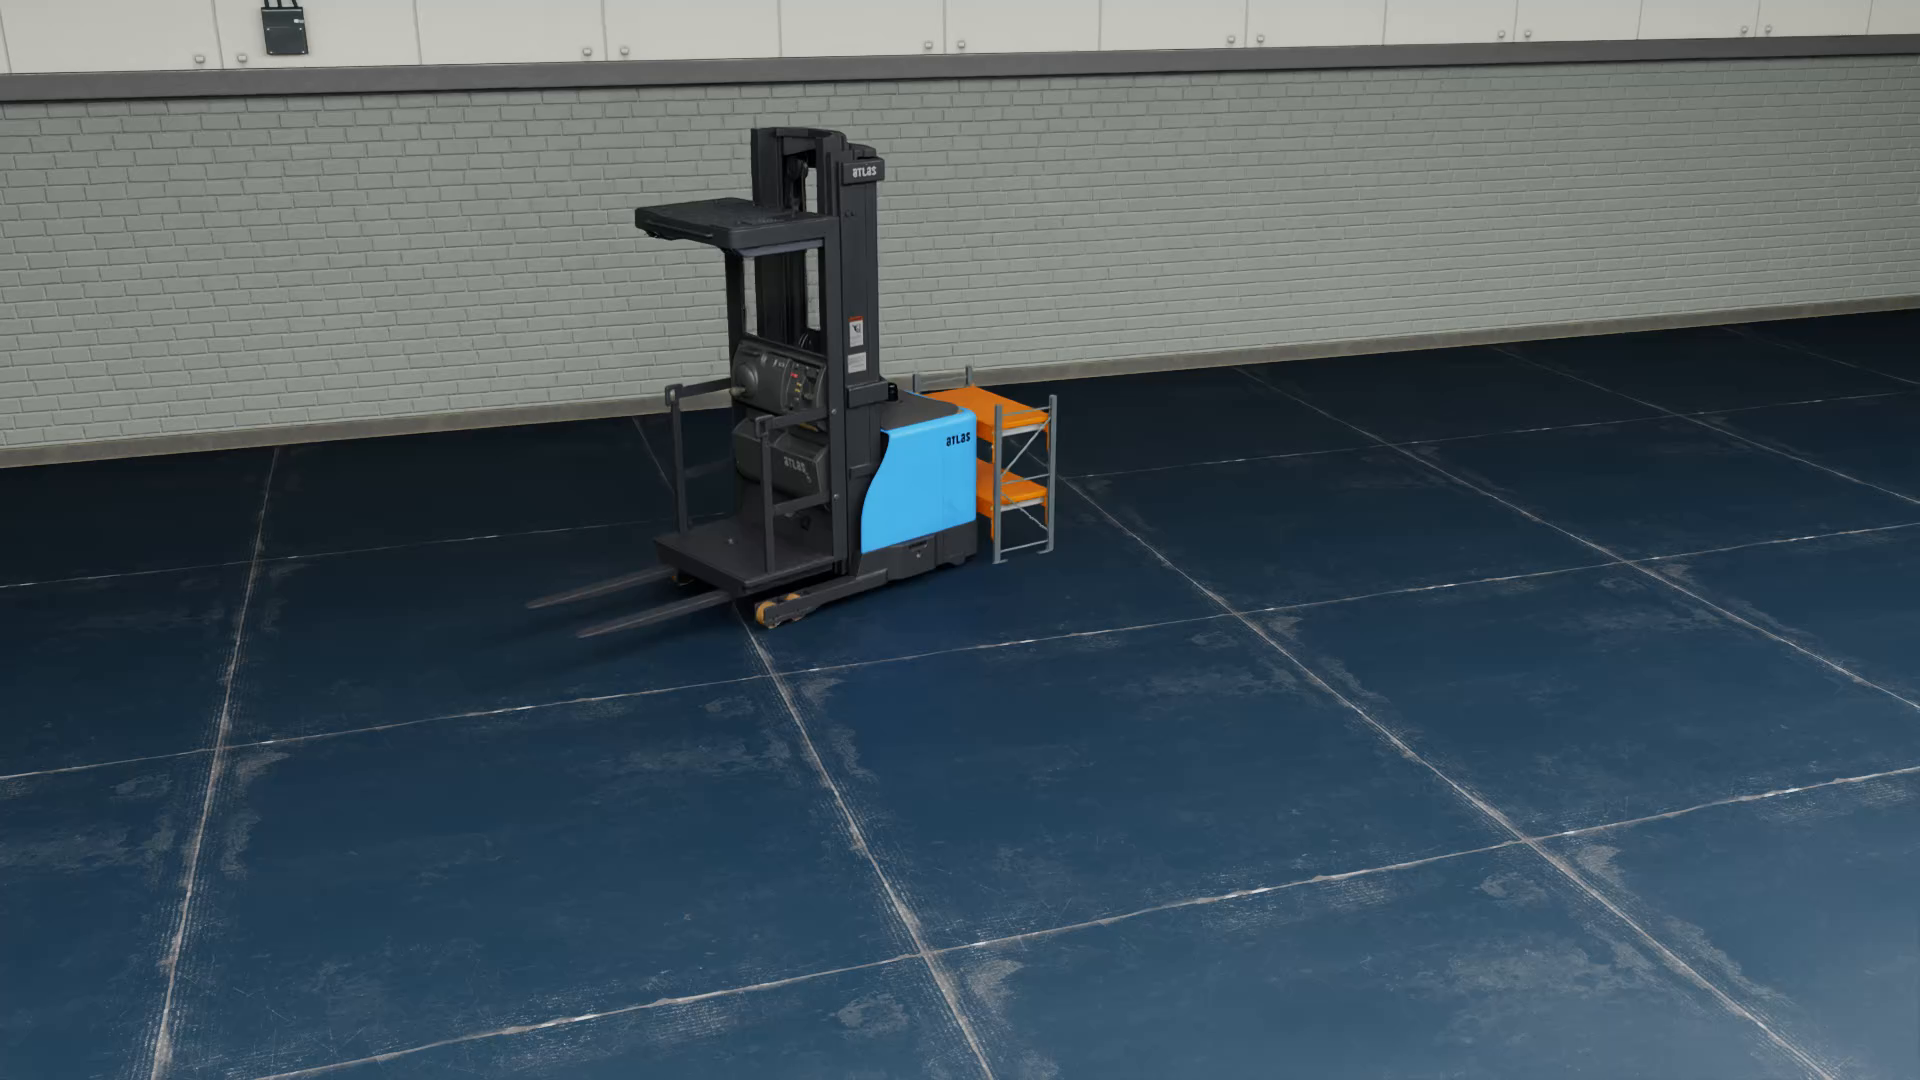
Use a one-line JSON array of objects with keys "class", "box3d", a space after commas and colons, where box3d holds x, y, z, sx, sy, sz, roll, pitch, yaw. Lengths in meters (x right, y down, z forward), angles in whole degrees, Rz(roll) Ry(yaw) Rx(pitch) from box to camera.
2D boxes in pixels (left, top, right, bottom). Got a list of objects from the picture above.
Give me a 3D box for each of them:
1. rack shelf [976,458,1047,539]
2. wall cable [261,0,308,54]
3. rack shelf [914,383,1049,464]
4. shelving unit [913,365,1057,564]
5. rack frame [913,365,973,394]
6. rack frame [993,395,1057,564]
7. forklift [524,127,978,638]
[{"class": "rack shelf", "box3d": [0.158, -0.326, 11.879, 0.538, 0.278, 1.000, -13, 23, -32]}, {"class": "wall cable", "box3d": [-4.384, -6.789, 12.475, 2.305, 6.003, 0.169, -6, 21, -17]}, {"class": "rack shelf", "box3d": [0.160, -0.832, 11.698, 0.538, 0.278, 1.000, -13, 23, -32]}, {"class": "shelving unit", "box3d": [0.159, -0.557, 11.797, 0.538, 1.125, 1.048, -13, 23, -32]}, {"class": "rack frame", "box3d": [-0.125, -0.700, 12.193, 0.500, 1.125, 0.032, -13, 23, -32]}, {"class": "rack frame", "box3d": [0.443, -0.414, 11.400, 0.500, 1.125, 0.032, -13, 23, -32]}, {"class": "forklift", "box3d": [-1.309, -1.027, 10.440, 3.031, 2.935, 1.130, -17, 26, -39]}]
